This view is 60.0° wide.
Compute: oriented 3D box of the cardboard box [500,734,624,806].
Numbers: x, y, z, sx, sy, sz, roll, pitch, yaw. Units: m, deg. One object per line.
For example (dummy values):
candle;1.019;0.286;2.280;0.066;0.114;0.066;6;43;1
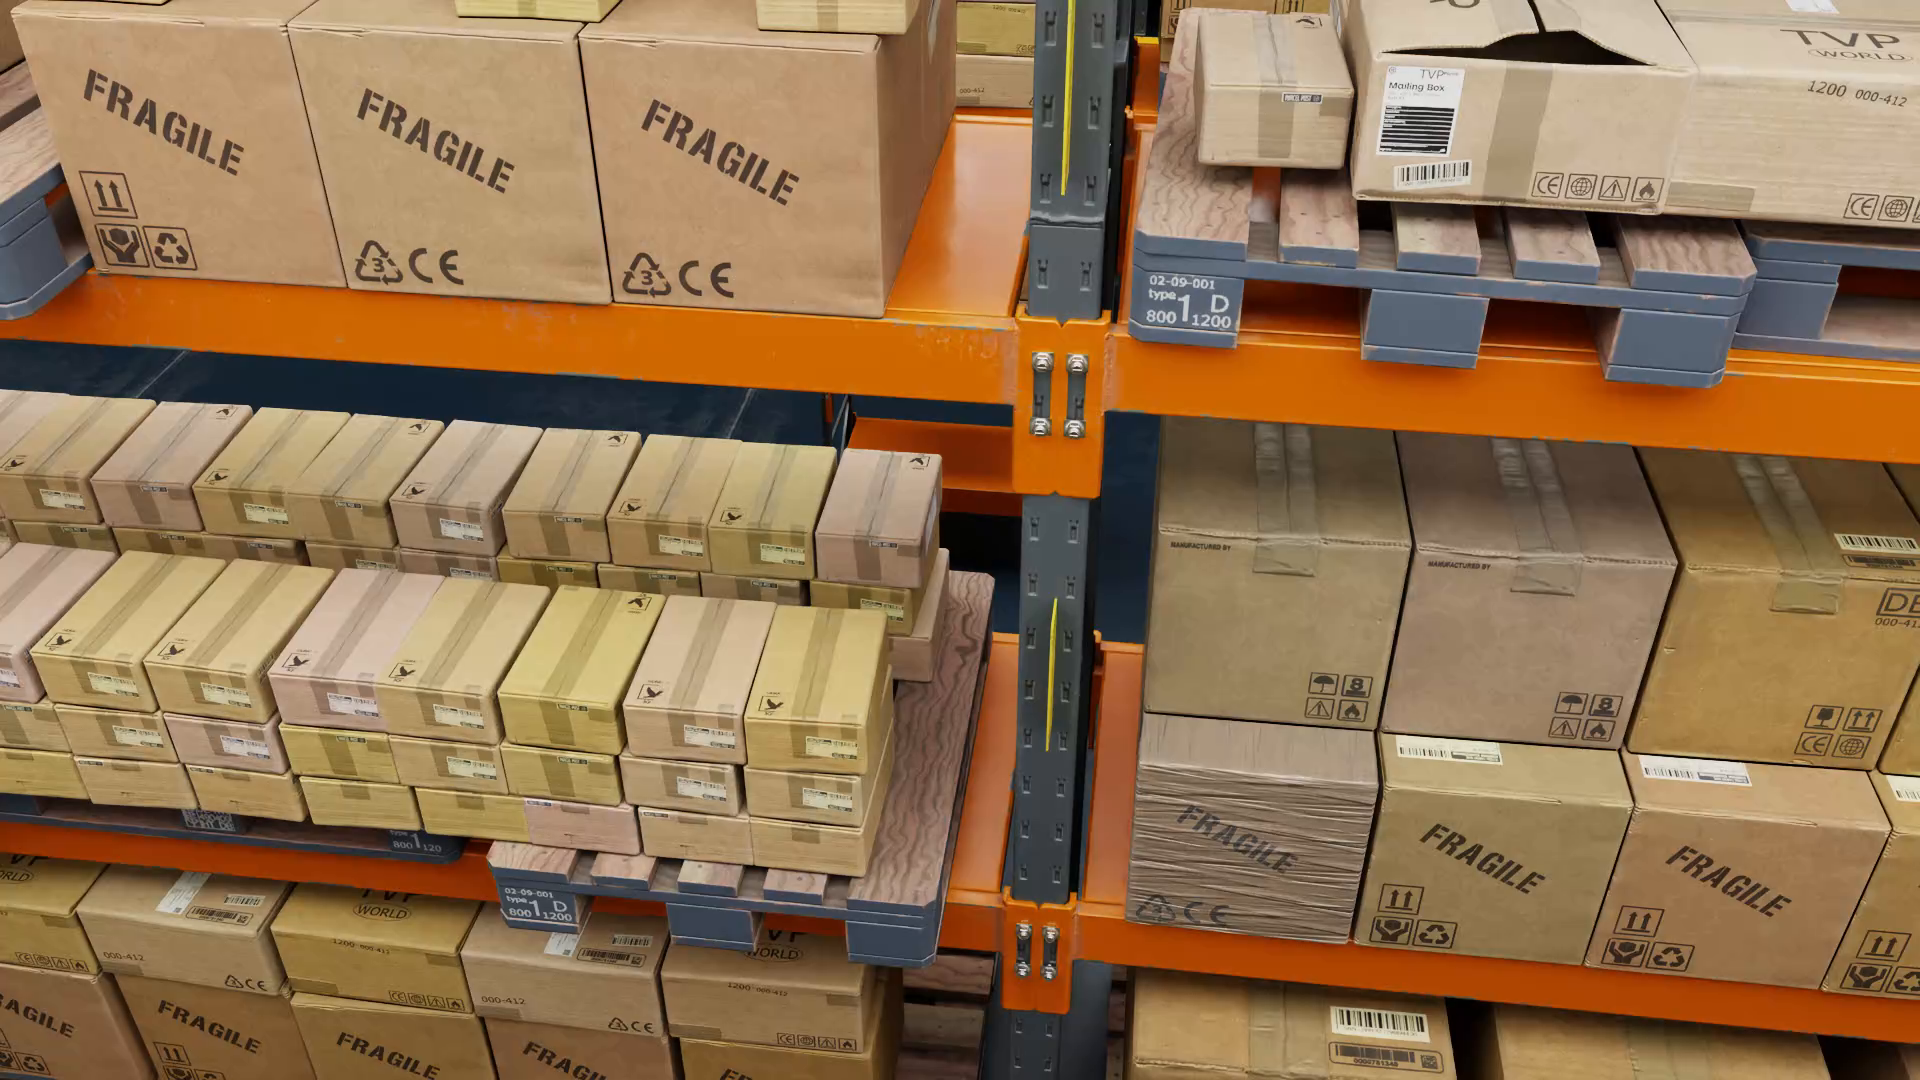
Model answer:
cardboard box;-0.830;0.398;3.708;0.250;0.149;0.380;5;36;7

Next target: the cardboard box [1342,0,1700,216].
cardboard box;0.934;-0.817;2.859;0.500;0.311;0.500;4;36;6

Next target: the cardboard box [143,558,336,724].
cardboard box;-1.582;0.219;3.703;0.250;0.149;0.380;6;36;8

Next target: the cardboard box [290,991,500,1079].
cardboard box;-1.483;1.277;4.668;0.500;0.500;0.500;3;36;4

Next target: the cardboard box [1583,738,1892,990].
cardboard box;1.660;0.621;3.712;0.500;0.500;0.500;4;36;6

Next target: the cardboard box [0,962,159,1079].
cardboard box;-2.499;1.195;4.783;0.500;0.500;0.500;6;36;8

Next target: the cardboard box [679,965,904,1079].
cardboard box;-0.442;1.348;4.570;0.500;0.500;0.500;4;36;6

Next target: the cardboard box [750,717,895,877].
cardboard box;-0.303;0.559;3.740;0.250;0.149;0.380;5;36;7

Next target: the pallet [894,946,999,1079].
pallet;-0.530;1.476;5.001;1.213;0.211;1.003;4;36;6

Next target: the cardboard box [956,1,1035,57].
cardboard box;0.262;-2.492;7.859;0.500;0.250;0.500;4;36;6

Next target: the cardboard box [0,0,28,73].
cardboard box;-2.208;-1.141;3.234;0.637;0.503;0.797;4;36;5

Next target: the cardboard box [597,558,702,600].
cardboard box;-0.744;0.021;4.237;0.250;0.149;0.380;3;36;4

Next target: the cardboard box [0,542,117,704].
cardboard box;-2.108;0.182;3.756;0.250;0.149;0.380;6;36;8

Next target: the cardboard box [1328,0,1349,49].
cardboard box;0.867;-1.021;3.270;0.250;0.166;0.380;4;36;6

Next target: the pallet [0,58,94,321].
pallet;-2.095;-0.859;3.451;1.003;0.211;1.213;4;36;6

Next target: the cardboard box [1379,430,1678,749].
cardboard box;1.190;0.027;3.683;0.500;0.500;0.700;4;36;5

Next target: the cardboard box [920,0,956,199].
cardboard box;-0.288;-1.058;3.482;0.500;0.500;0.500;4;36;6

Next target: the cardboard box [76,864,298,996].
cardboard box;-1.990;0.930;4.510;0.500;0.250;0.500;6;36;8

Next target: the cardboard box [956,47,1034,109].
cardboard box;0.240;-2.287;8.002;0.500;0.250;0.500;3;36;4

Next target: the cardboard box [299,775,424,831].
cardboard box;-1.318;0.481;3.849;0.250;0.149;0.380;3;36;4

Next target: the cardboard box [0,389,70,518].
cardboard box;-2.517;-0.231;4.335;0.250;0.149;0.380;4;36;6

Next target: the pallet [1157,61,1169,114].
pallet;1.495;-2.391;8.183;1.003;0.211;1.213;4;36;6

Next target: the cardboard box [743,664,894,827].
cardboard box;-0.303;0.435;3.657;0.250;0.149;0.380;5;36;7

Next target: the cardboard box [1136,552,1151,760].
cardboard box;0.725;0.237;4.250;0.500;0.500;0.500;4;36;6

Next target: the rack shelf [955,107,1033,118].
rack shelf;-1.209;-2.316;8.532;4.000;0.370;1.077;4;36;6

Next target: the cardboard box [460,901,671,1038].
cardboard box;-0.970;1.010;4.398;0.500;0.250;0.500;5;36;7

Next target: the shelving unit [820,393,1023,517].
shelving unit;-0.007;-0.458;6.924;1.048;1.125;0.538;4;36;6

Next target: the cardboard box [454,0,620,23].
cardboard box;-0.700;-1.084;2.859;0.258;0.266;0.396;4;36;6

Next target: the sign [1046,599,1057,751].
sign;0.185;0.273;3.356;0.005;0.325;0.100;4;36;6

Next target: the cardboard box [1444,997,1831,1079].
cardboard box;1.705;1.304;4.416;0.750;0.750;1.050;5;36;7

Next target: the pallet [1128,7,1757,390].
pallet;0.890;-0.728;3.268;1.003;0.211;1.213;6;36;8

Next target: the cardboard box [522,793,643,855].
cardboard box;-0.805;0.521;3.793;0.250;0.149;0.380;5;36;7

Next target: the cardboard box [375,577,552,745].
cardboard box;-1.074;0.259;3.647;0.250;0.149;0.380;5;36;7

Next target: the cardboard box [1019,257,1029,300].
cardboard box;0.100;-1.866;8.749;0.875;0.875;0.875;4;36;6

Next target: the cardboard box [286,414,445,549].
cardboard box;-1.493;-0.154;4.226;0.250;0.149;0.380;5;36;7

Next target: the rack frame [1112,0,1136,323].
rack frame;0.775;-2.460;8.115;0.127;3.000;1.000;4;36;6

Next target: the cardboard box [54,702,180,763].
cardboard box;-1.839;0.322;3.815;0.250;0.149;0.380;4;36;5

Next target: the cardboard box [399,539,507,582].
cardboard box;-1.241;-0.016;4.289;0.250;0.149;0.380;4;36;6

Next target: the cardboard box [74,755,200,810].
cardboard box;-1.845;0.443;3.902;0.250;0.149;0.380;3;36;4

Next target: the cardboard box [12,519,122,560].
cardboard box;-2.266;-0.094;4.399;0.250;0.149;0.380;3;36;4

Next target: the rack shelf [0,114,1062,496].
rack shelf;-1.739;-0.677;3.654;4.000;0.370;1.077;4;36;6

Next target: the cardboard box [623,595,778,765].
cardboard box;-0.549;0.296;3.595;0.250;0.149;0.380;4;36;5

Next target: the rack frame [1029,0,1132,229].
rack frame;0.245;-2.043;2.366;0.127;3.000;1.000;4;36;6

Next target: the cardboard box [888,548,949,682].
cardboard box;-0.174;0.181;4.269;0.250;0.149;0.380;4;36;5

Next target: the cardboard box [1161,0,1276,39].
cardboard box;1.192;-2.627;7.644;0.500;0.500;0.500;3;36;5

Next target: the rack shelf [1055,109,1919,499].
rack shelf;2.228;-0.381;3.239;4.000;0.370;1.077;4;36;6

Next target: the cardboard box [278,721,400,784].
cardboard box;-1.324;0.360;3.762;0.250;0.149;0.380;4;36;6

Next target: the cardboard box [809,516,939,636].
cardboard box;-0.209;0.058;4.185;0.250;0.149;0.380;6;36;8

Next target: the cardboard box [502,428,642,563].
cardboard box;-0.961;-0.116;4.174;0.250;0.149;0.380;3;36;4

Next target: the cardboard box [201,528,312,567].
cardboard box;-1.755;-0.054;4.343;0.250;0.149;0.380;6;36;8

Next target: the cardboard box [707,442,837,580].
cardboard box;-0.456;-0.076;4.117;0.250;0.149;0.380;3;36;5

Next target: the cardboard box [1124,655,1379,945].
cardboard box;0.655;0.547;3.815;0.500;0.500;0.500;5;36;6

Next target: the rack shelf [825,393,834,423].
rack shelf;-0.007;-0.697;6.754;1.000;0.278;0.538;4;36;6

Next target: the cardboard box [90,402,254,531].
cardboard box;-2.007;-0.194;4.282;0.250;0.149;0.380;3;36;4

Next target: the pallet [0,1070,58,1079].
pallet;-2.951;1.295;5.254;1.213;0.211;1.003;4;36;6

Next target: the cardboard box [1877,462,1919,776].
cardboard box;2.206;0.101;3.579;0.500;0.500;0.700;4;36;5

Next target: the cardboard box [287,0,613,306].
cardboard box;-0.852;-0.788;3.104;0.500;0.500;0.500;4;36;6

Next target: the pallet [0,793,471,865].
pallet;-1.724;0.354;4.336;1.213;0.211;1.003;4;36;6
